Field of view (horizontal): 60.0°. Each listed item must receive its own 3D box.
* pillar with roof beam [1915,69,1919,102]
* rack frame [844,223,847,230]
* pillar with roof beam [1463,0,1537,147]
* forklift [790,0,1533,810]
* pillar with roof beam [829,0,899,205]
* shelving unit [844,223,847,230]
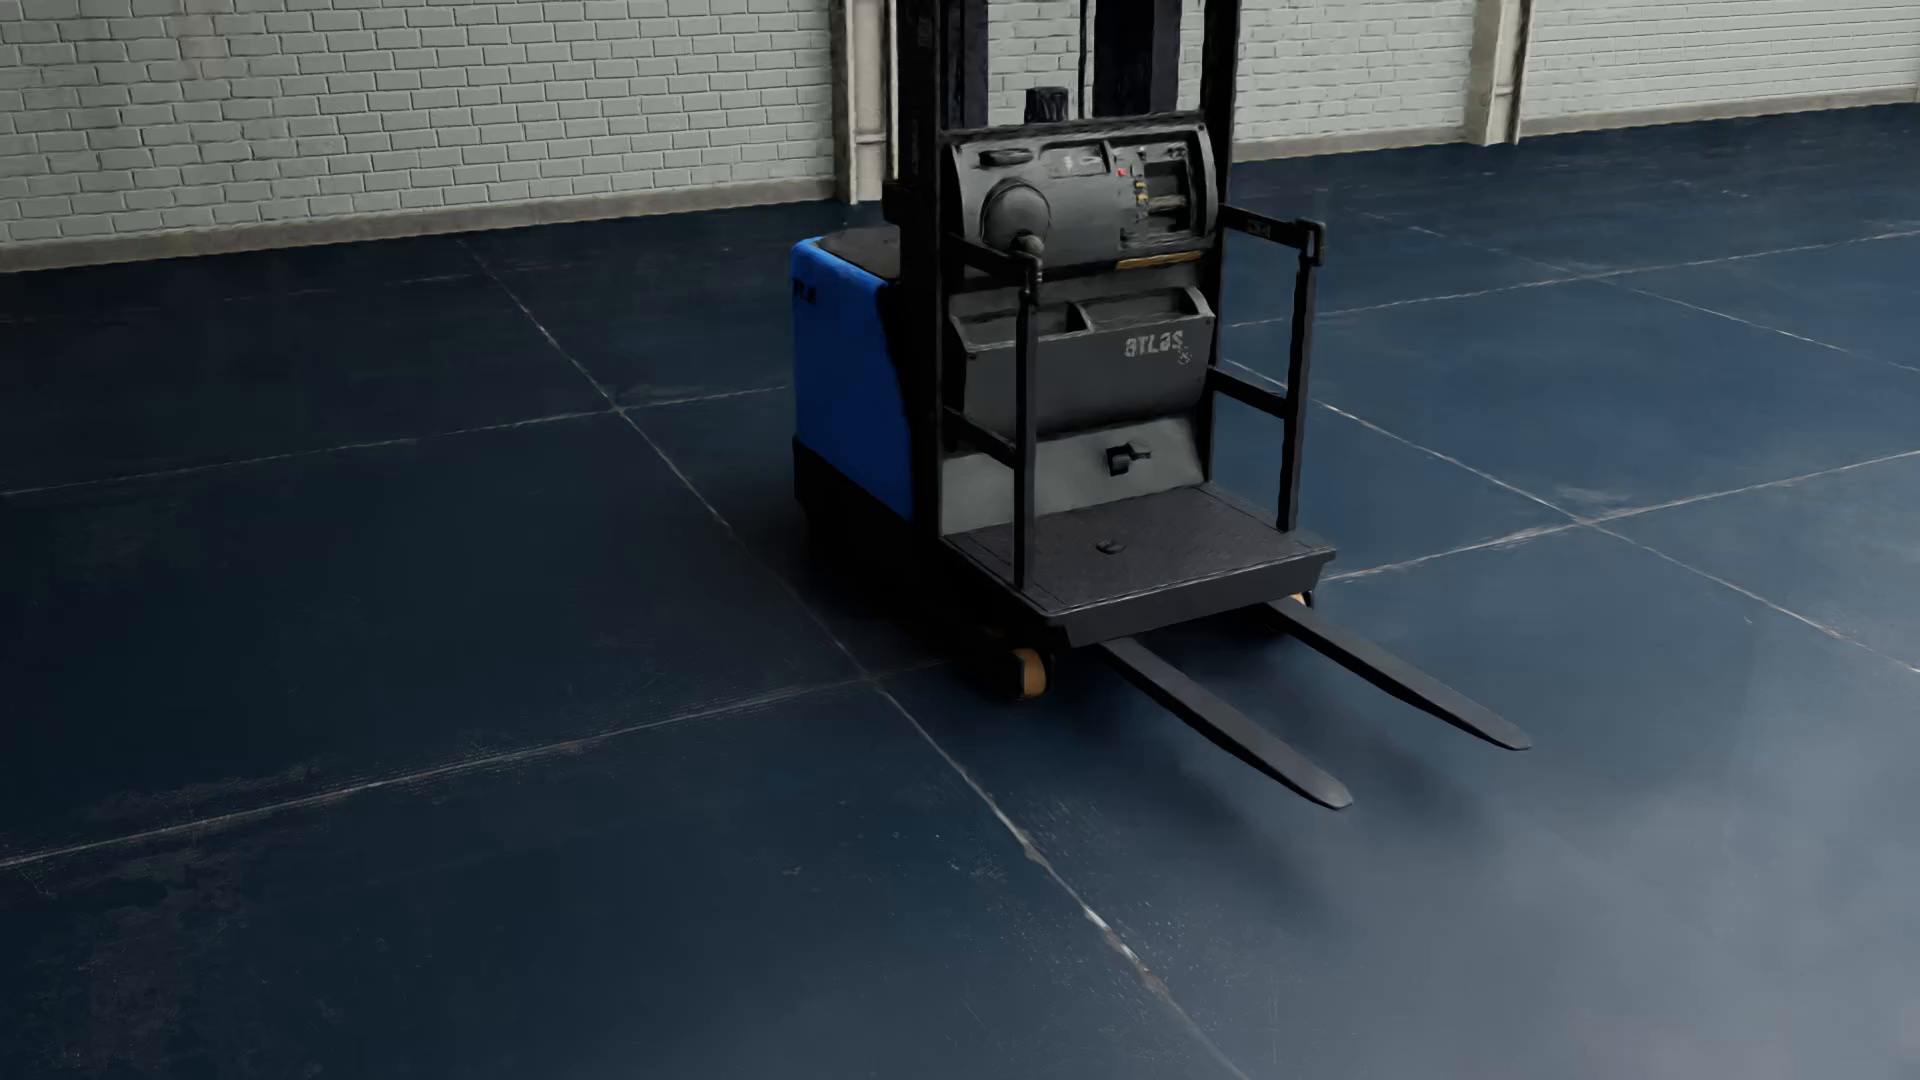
[{"bbox_3d":[11.988,-7.207,11.896,0.400,9.000,9.100,-10,25,-24],"label":"pillar with roof beam"},{"bbox_3d":[-0.404,-0.717,6.610,0.008,1.050,0.200,-12,25,-26],"label":"rack frame"},{"bbox_3d":[6.582,-6.212,9.492,0.400,9.000,9.100,-10,25,-24],"label":"pillar with roof beam"},{"bbox_3d":[0.499,-1.060,4.979,1.130,2.935,3.031,-12,25,-26],"label":"forklift"},{"bbox_3d":[1.176,-5.217,7.087,0.400,9.000,9.100,-10,25,-24],"label":"pillar with roof beam"},{"bbox_3d":[-0.297,-0.739,6.663,0.252,1.050,0.215,-12,25,-26],"label":"shelving unit"}]
